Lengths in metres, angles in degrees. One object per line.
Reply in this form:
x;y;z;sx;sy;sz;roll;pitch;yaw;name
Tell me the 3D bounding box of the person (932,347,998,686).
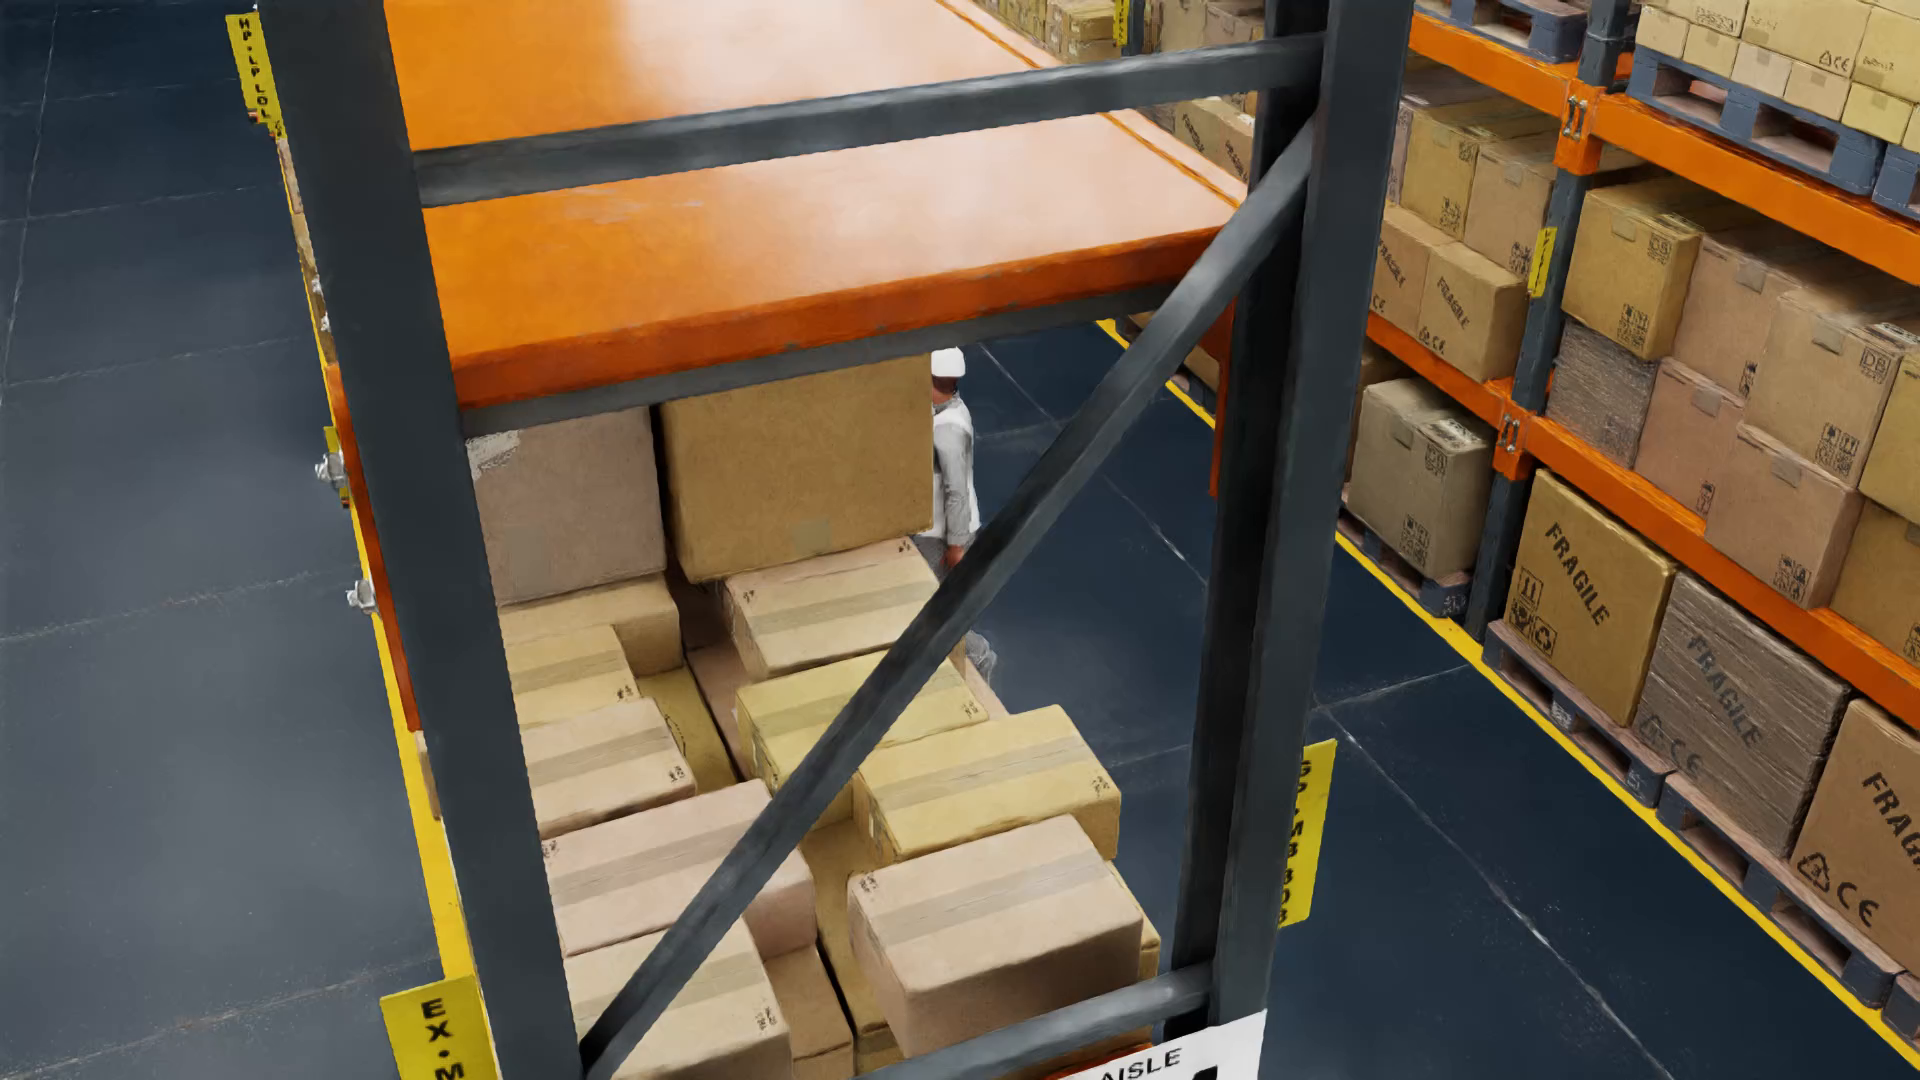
-4.413;-0.899;5.180;9.213;5.793;10.958;0;33;-1;person
